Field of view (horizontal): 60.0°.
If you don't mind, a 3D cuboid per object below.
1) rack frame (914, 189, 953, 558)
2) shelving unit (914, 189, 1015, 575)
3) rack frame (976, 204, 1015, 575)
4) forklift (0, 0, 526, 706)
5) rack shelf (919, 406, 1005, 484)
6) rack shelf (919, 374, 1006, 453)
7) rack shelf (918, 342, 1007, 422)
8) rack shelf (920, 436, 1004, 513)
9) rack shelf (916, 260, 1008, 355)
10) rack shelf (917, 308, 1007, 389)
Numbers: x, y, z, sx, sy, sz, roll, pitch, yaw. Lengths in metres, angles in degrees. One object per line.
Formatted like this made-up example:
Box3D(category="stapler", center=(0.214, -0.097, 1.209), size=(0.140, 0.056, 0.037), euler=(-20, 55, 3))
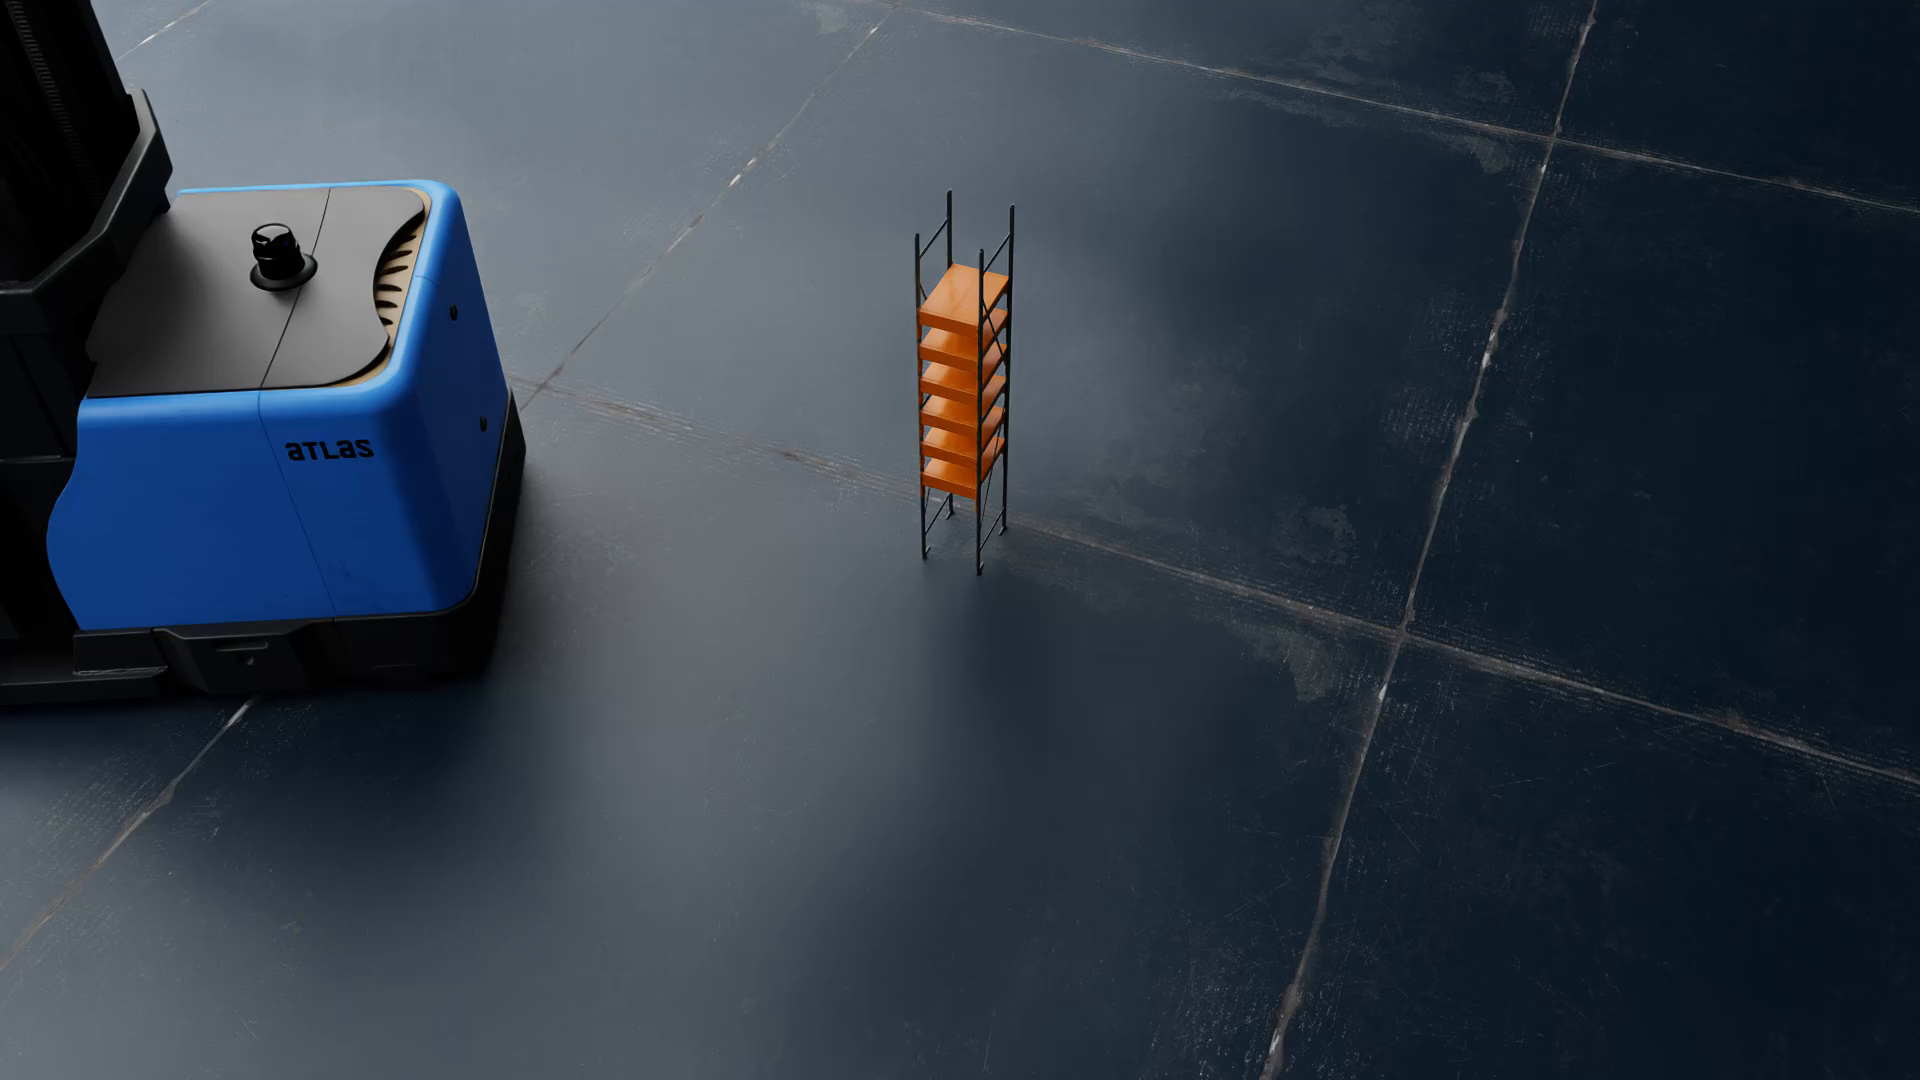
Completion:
Box3D(category="rack frame", center=(-0.071, -0.446, 4.848), size=(0.006, 1.200, 0.240), euler=(16, 47, 16))
Box3D(category="shelving unit", center=(0.013, -0.421, 4.823), size=(0.189, 1.200, 0.258), euler=(16, 47, 16))
Box3D(category="rack frame", center=(0.098, -0.397, 4.798), size=(0.006, 1.200, 0.240), euler=(16, 47, 16))
Box3D(category="forklift", center=(-2.899, -0.906, 4.082), size=(3.031, 2.935, 1.130), euler=(-3, 45, -3))
Box3D(category="rack shelf", center=(0.013, -0.305, 4.939), size=(0.180, 0.103, 0.258), euler=(16, 47, 16))
Box3D(category="rack shelf", center=(0.013, -0.390, 4.854), size=(0.180, 0.103, 0.258), euler=(16, 47, 16))
Box3D(category="rack shelf", center=(0.013, -0.475, 4.770), size=(0.180, 0.103, 0.258), euler=(16, 47, 16))
Box3D(category="rack shelf", center=(0.013, -0.220, 5.023), size=(0.180, 0.103, 0.258), euler=(16, 47, 16))
Box3D(category="rack shelf", center=(0.013, -0.645, 4.600), size=(0.180, 0.103, 0.258), euler=(16, 47, 16))
Box3D(category="rack shelf", center=(0.013, -0.560, 4.685), size=(0.180, 0.103, 0.258), euler=(16, 47, 16))
